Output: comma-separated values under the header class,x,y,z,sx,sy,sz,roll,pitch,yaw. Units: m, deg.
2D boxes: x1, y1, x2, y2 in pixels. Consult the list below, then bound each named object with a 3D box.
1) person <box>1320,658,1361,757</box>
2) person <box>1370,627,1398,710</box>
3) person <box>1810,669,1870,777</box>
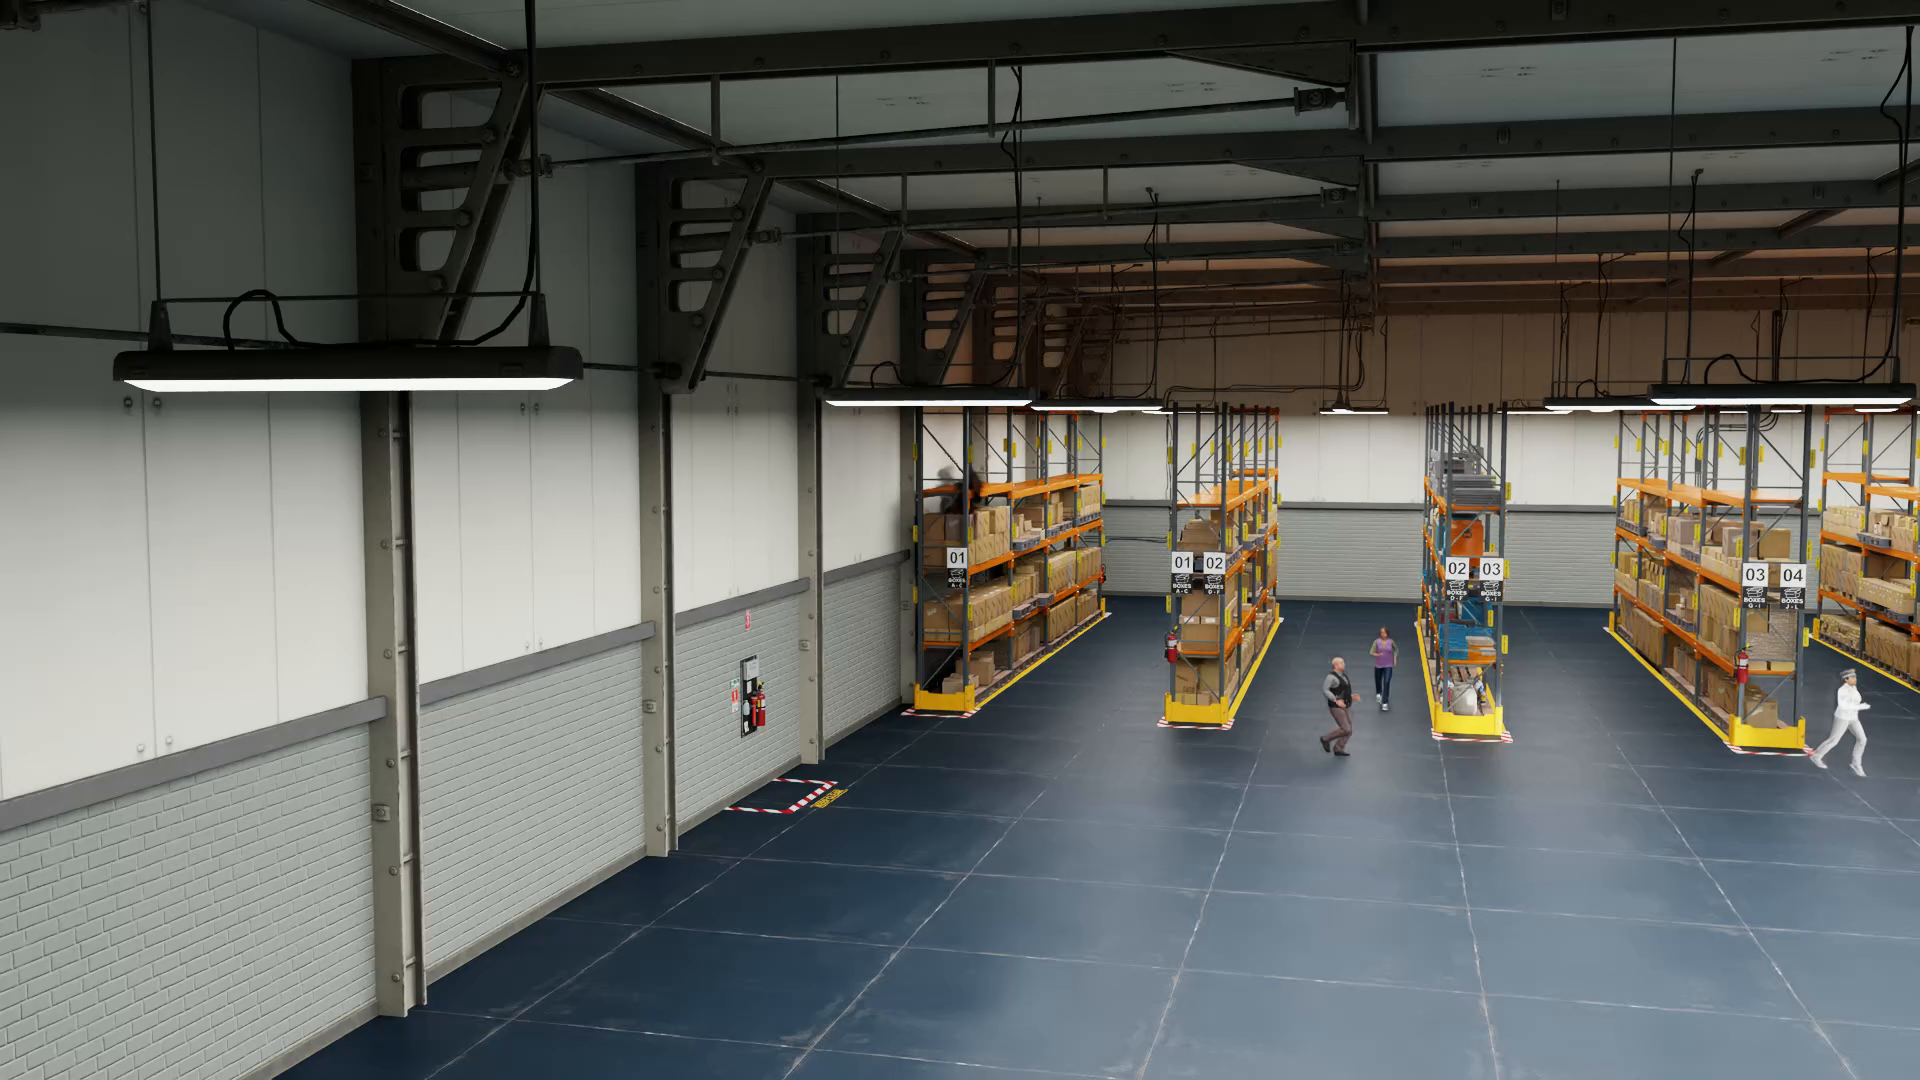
class,x,y,z,sx,sy,sz,roll,pitch,yaw
person,6.408,2.815,28.020,0.604,1.673,0.657,3,5,39
person,8.320,2.506,32.655,0.541,1.556,0.899,1,4,16
person,14.201,2.912,26.723,0.623,1.735,0.876,-3,5,-32
